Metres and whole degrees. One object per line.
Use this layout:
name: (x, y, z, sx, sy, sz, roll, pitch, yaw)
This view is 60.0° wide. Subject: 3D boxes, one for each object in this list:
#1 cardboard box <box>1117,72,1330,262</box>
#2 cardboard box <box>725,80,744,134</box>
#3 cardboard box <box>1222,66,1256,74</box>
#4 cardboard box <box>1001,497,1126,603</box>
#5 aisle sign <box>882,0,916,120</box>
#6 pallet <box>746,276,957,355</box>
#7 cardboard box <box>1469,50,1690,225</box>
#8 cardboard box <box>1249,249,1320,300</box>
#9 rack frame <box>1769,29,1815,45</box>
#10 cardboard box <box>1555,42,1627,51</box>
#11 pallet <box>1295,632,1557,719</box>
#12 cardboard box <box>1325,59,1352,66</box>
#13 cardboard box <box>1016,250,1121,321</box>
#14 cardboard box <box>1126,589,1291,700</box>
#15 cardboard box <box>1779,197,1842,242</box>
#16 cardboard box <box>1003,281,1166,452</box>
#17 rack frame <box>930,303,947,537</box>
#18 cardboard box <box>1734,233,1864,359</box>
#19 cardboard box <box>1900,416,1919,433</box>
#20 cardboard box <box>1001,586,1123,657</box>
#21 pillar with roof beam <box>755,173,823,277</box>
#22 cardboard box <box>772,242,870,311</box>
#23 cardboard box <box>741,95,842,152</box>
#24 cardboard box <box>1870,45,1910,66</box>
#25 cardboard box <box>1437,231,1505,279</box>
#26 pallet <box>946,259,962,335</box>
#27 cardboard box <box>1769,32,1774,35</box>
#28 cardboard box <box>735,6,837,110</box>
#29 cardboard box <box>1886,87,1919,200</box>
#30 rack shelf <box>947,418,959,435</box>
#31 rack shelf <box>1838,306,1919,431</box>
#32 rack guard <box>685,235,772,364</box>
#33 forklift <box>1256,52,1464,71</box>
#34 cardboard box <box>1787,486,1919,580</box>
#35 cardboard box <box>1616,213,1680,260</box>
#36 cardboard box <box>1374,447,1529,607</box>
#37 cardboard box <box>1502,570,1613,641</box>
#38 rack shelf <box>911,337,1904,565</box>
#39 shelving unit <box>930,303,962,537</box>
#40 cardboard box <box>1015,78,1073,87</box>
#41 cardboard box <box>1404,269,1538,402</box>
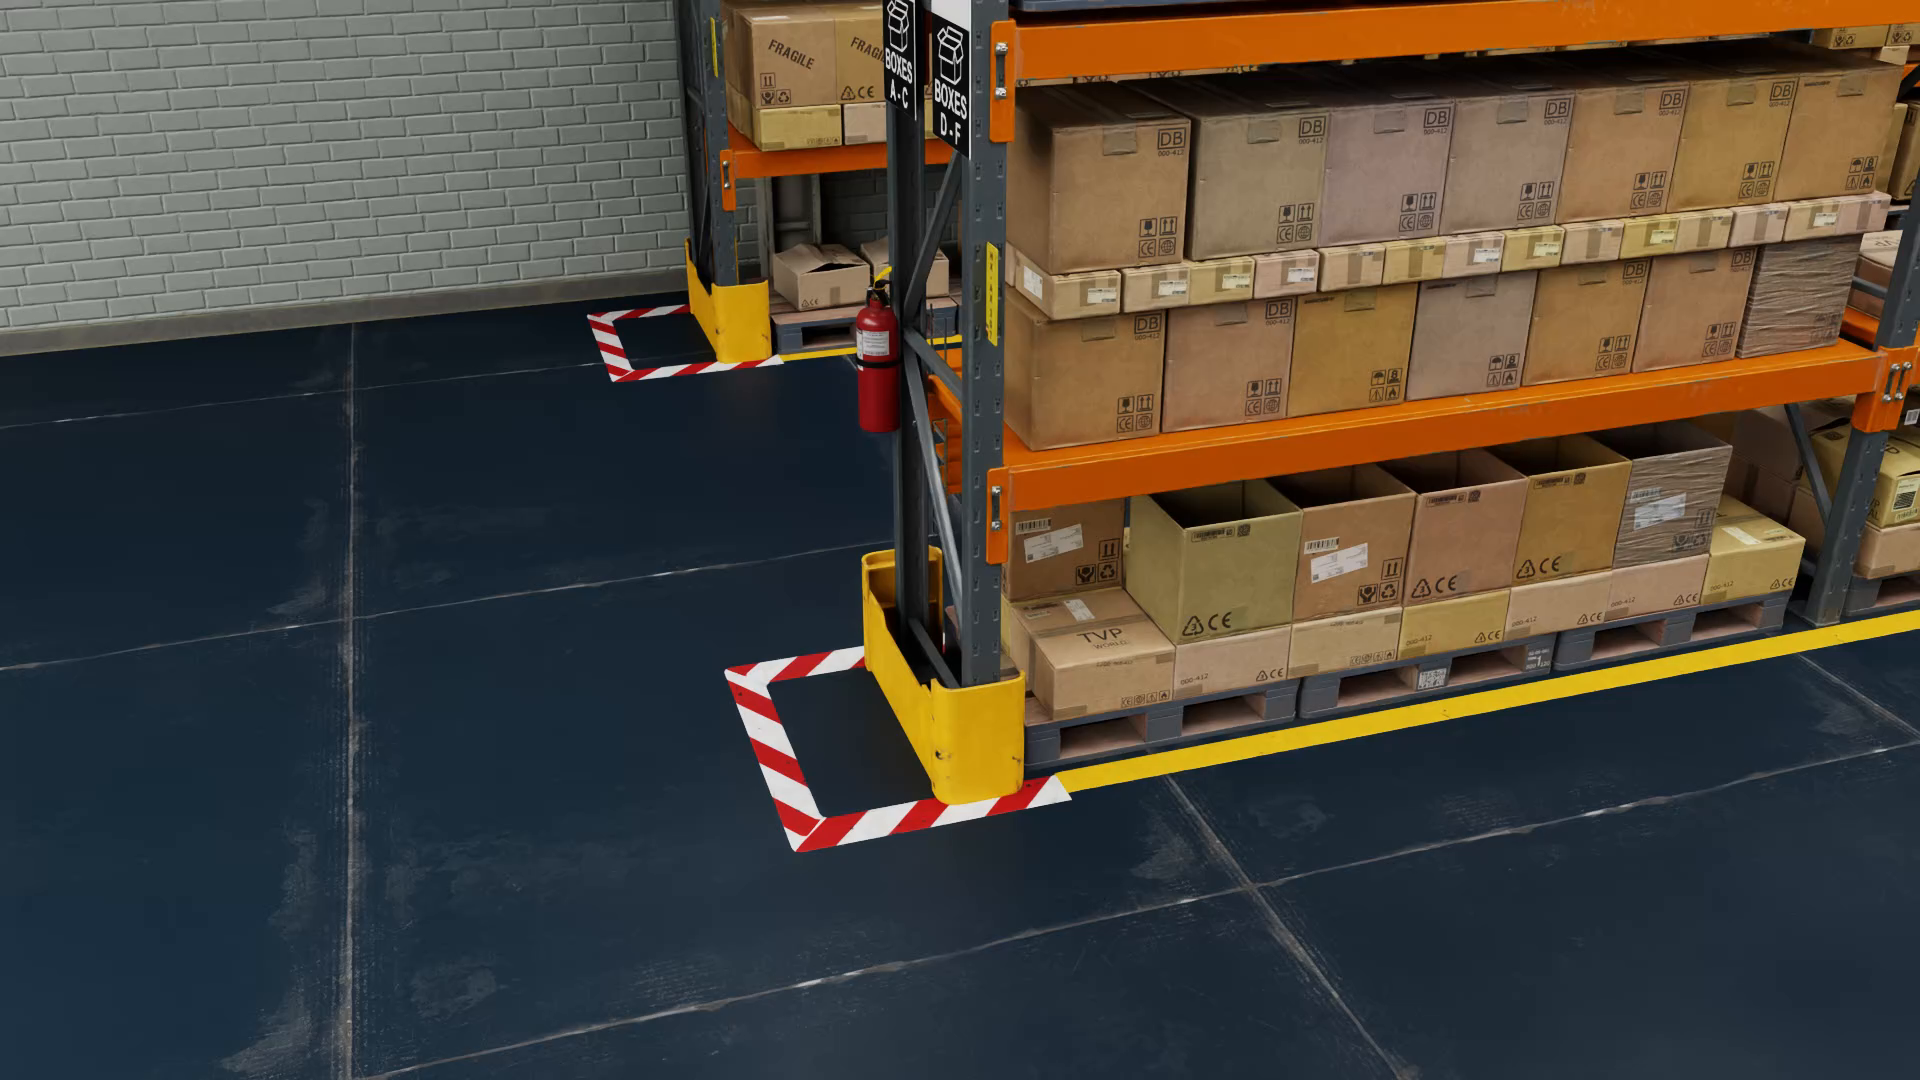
cardboard box: (0.935, -1.381, 6.087, 0.500, 0.500, 0.700, -9, 28, -17)
cardboard box: (-1.215, -2.796, 10.655, 0.500, 0.250, 0.500, -8, 27, -15)
cardboard box: (1.850, -3.341, 10.909, 0.500, 0.500, 0.500, -8, 28, -16)
cardboard box: (0.356, -0.106, 6.867, 0.500, 0.500, 0.500, -8, 28, -16)
aisle sign: (-0.215, -1.894, 5.768, 0.004, 0.787, 0.394, -8, 28, -16)
pallet: (-0.744, -1.567, 11.168, 1.213, 0.211, 1.003, -8, 28, -16)
cardboard box: (2.365, -1.588, 6.505, 0.500, 0.500, 0.700, -8, 28, -16)
cardboard box: (1.106, -1.018, 6.084, 0.250, 0.149, 0.380, -9, 28, -17)
rack frame: (6.007, -3.810, 12.551, 0.127, 3.000, 1.000, -8, 28, -16)
cardboard box: (4.386, -3.802, 11.927, 0.500, 0.500, 0.700, -8, 28, -16)
pallet: (1.810, 0.345, 7.317, 1.213, 0.211, 1.003, -8, 28, -16)
cardboard box: (2.698, -3.556, 11.433, 0.500, 0.500, 0.700, -8, 28, -16)
cardboard box: (0.378, -0.913, 5.873, 0.250, 0.149, 0.380, -8, 28, -16)
cardboard box: (0.991, 0.379, 6.733, 0.500, 0.250, 0.500, -8, 28, -16)
cardboard box: (3.314, -1.339, 6.732, 0.250, 0.149, 0.380, -9, 28, -17)
cardboard box: (0.386, -0.718, 6.210, 0.500, 0.500, 0.700, -8, 28, -16)
rack frame: (-0.101, -0.523, 7.954, 0.006, 1.200, 0.240, -8, 28, -16)
cardboard box: (3.322, -1.146, 7.073, 0.500, 0.500, 0.700, -9, 28, -17)
cardboard box: (4.689, -0.391, 7.654, 0.500, 0.311, 0.500, -9, 28, -17)
cardboard box: (0.357, 0.231, 7.032, 0.500, 0.250, 0.500, -8, 28, -16)
pillar with roof beam: (0.131, -4.037, 6.262, 0.400, 9.000, 9.100, -8, 28, -16)
cardboard box: (-0.914, -1.758, 10.947, 0.500, 0.311, 0.500, -12, 29, -22)
cardboard box: (-1.037, -2.583, 10.226, 0.500, 0.250, 0.500, -9, 28, -18)
cardboard box: (6.913, -3.685, 12.560, 0.250, 0.149, 0.380, -7, 27, -15)
cardboard box: (1.840, -1.124, 6.298, 0.250, 0.149, 0.380, -8, 27, -16)
pallet: (0.414, -1.733, 11.503, 1.213, 0.211, 1.003, -8, 28, -16)
cardboard box: (6.375, -4.173, 12.813, 0.500, 0.500, 0.500, -8, 28, -16)
cardboard box: (-1.052, -2.924, 10.070, 0.500, 0.500, 0.500, -8, 28, -16)
cardboard box: (7.582, -3.199, 13.265, 0.750, 0.750, 0.750, -8, 28, -16)
rack shelf: (-0.014, -0.603, 7.946, 0.180, 0.103, 0.258, -8, 28, -16)
rack shelf: (5.643, -1.118, 7.938, 4.000, 0.370, 1.077, -8, 28, -16)
rack guard: (-1.527, -1.599, 10.909, 0.348, 0.500, 1.175, -8, 28, -16)
forklift: (2.369, -2.008, 8.998, 3.031, 2.935, 1.130, -15, 30, -28)
cardboard box: (4.202, -0.072, 7.642, 0.500, 0.250, 0.500, -9, 28, -17)
cardboard box: (2.581, -1.233, 6.518, 0.250, 0.149, 0.380, -8, 28, -16)
cardboard box: (1.944, -0.092, 6.838, 0.500, 0.500, 0.500, -8, 28, -16)
cardboard box: (2.419, 0.175, 7.145, 0.500, 0.250, 0.500, -8, 28, -16)
rack shelf: (1.840, -0.567, 6.829, 4.000, 0.370, 1.077, -8, 28, -16)
shelving unit: (-0.014, -0.535, 7.979, 0.189, 1.200, 0.258, -8, 28, -16)
cardboard box: (0.401, -3.133, 10.490, 0.500, 0.500, 0.500, -7, 27, -14)
cardboard box: (1.857, -0.932, 6.642, 0.500, 0.500, 0.700, -7, 27, -15)
